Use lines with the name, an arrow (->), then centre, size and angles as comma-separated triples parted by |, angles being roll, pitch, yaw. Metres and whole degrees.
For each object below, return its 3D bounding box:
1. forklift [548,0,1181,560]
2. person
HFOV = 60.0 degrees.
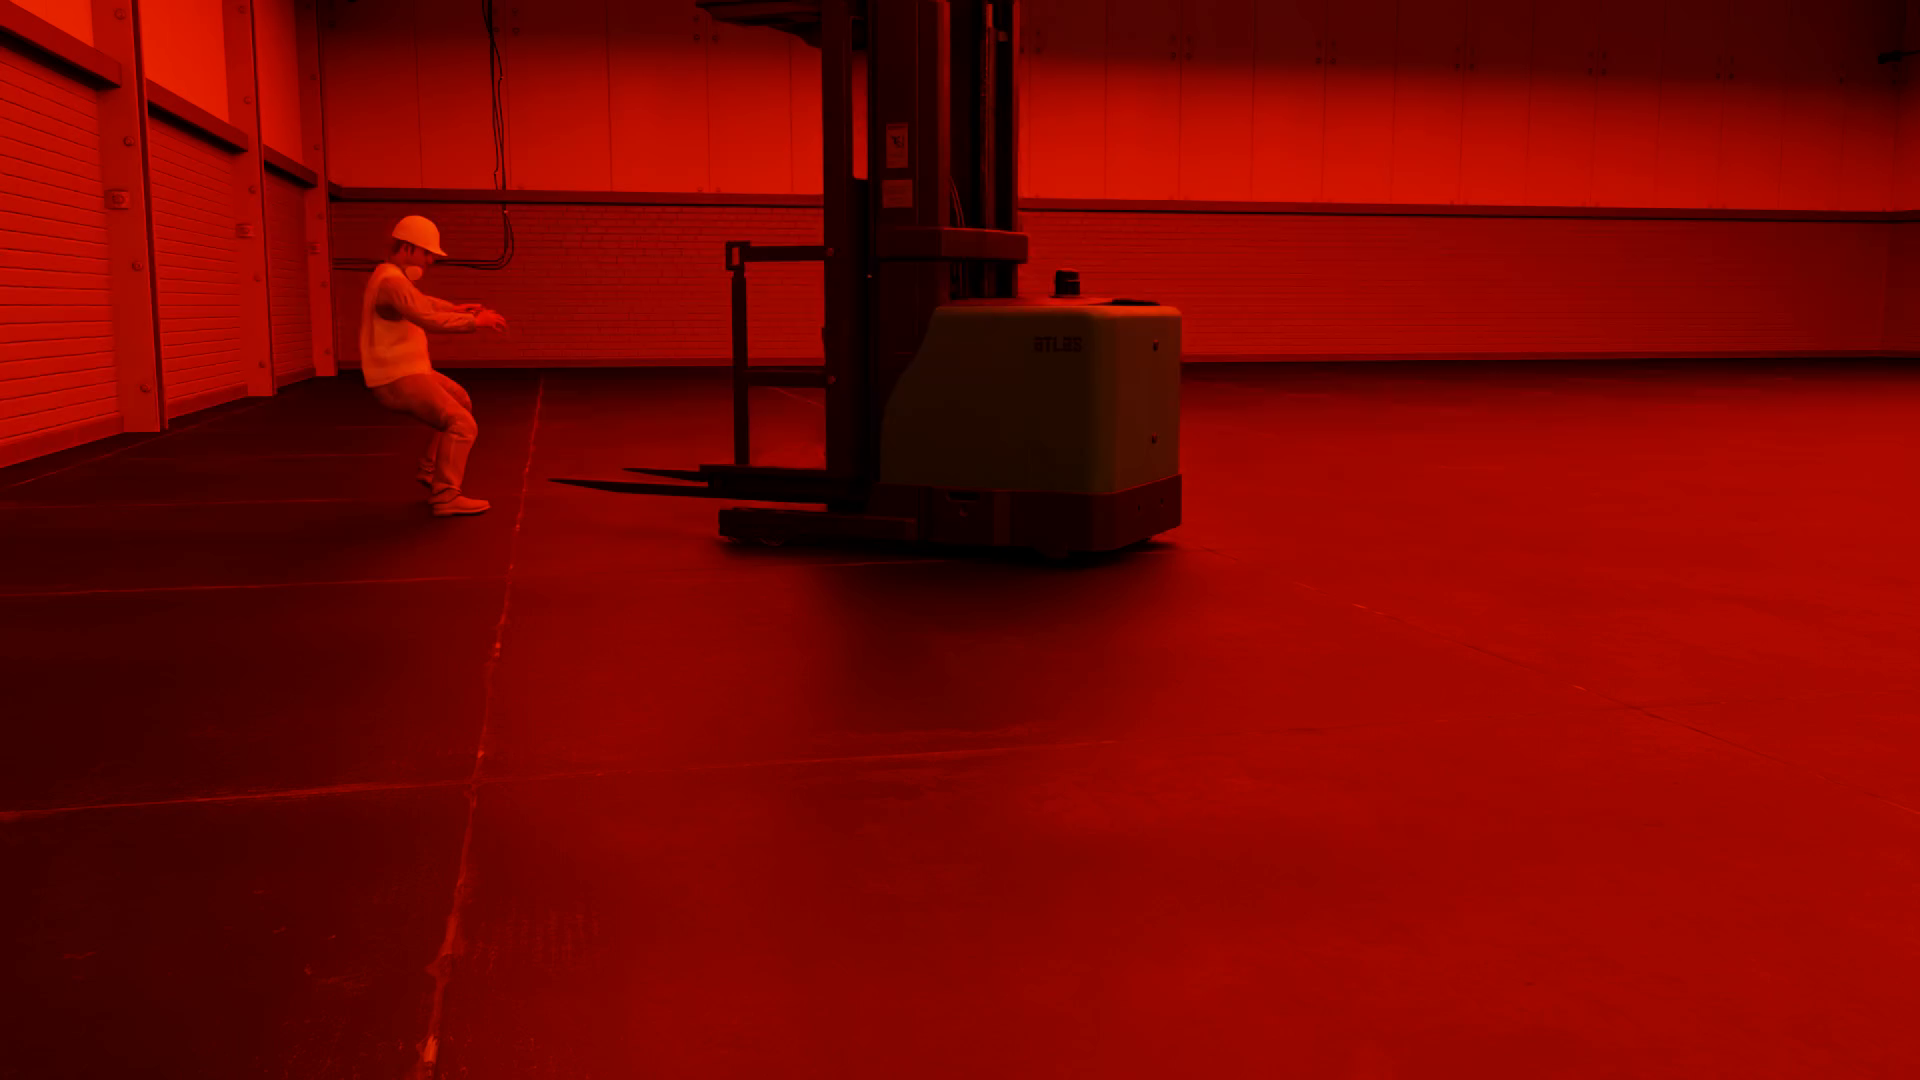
forklift -> -0.538, -1.483, 7.729 | 3.031, 2.935, 1.130 | 4, 9, 25
person -> -2.815, -0.948, 8.913 | 0.747, 1.547, 0.999 | -2, 8, -16
